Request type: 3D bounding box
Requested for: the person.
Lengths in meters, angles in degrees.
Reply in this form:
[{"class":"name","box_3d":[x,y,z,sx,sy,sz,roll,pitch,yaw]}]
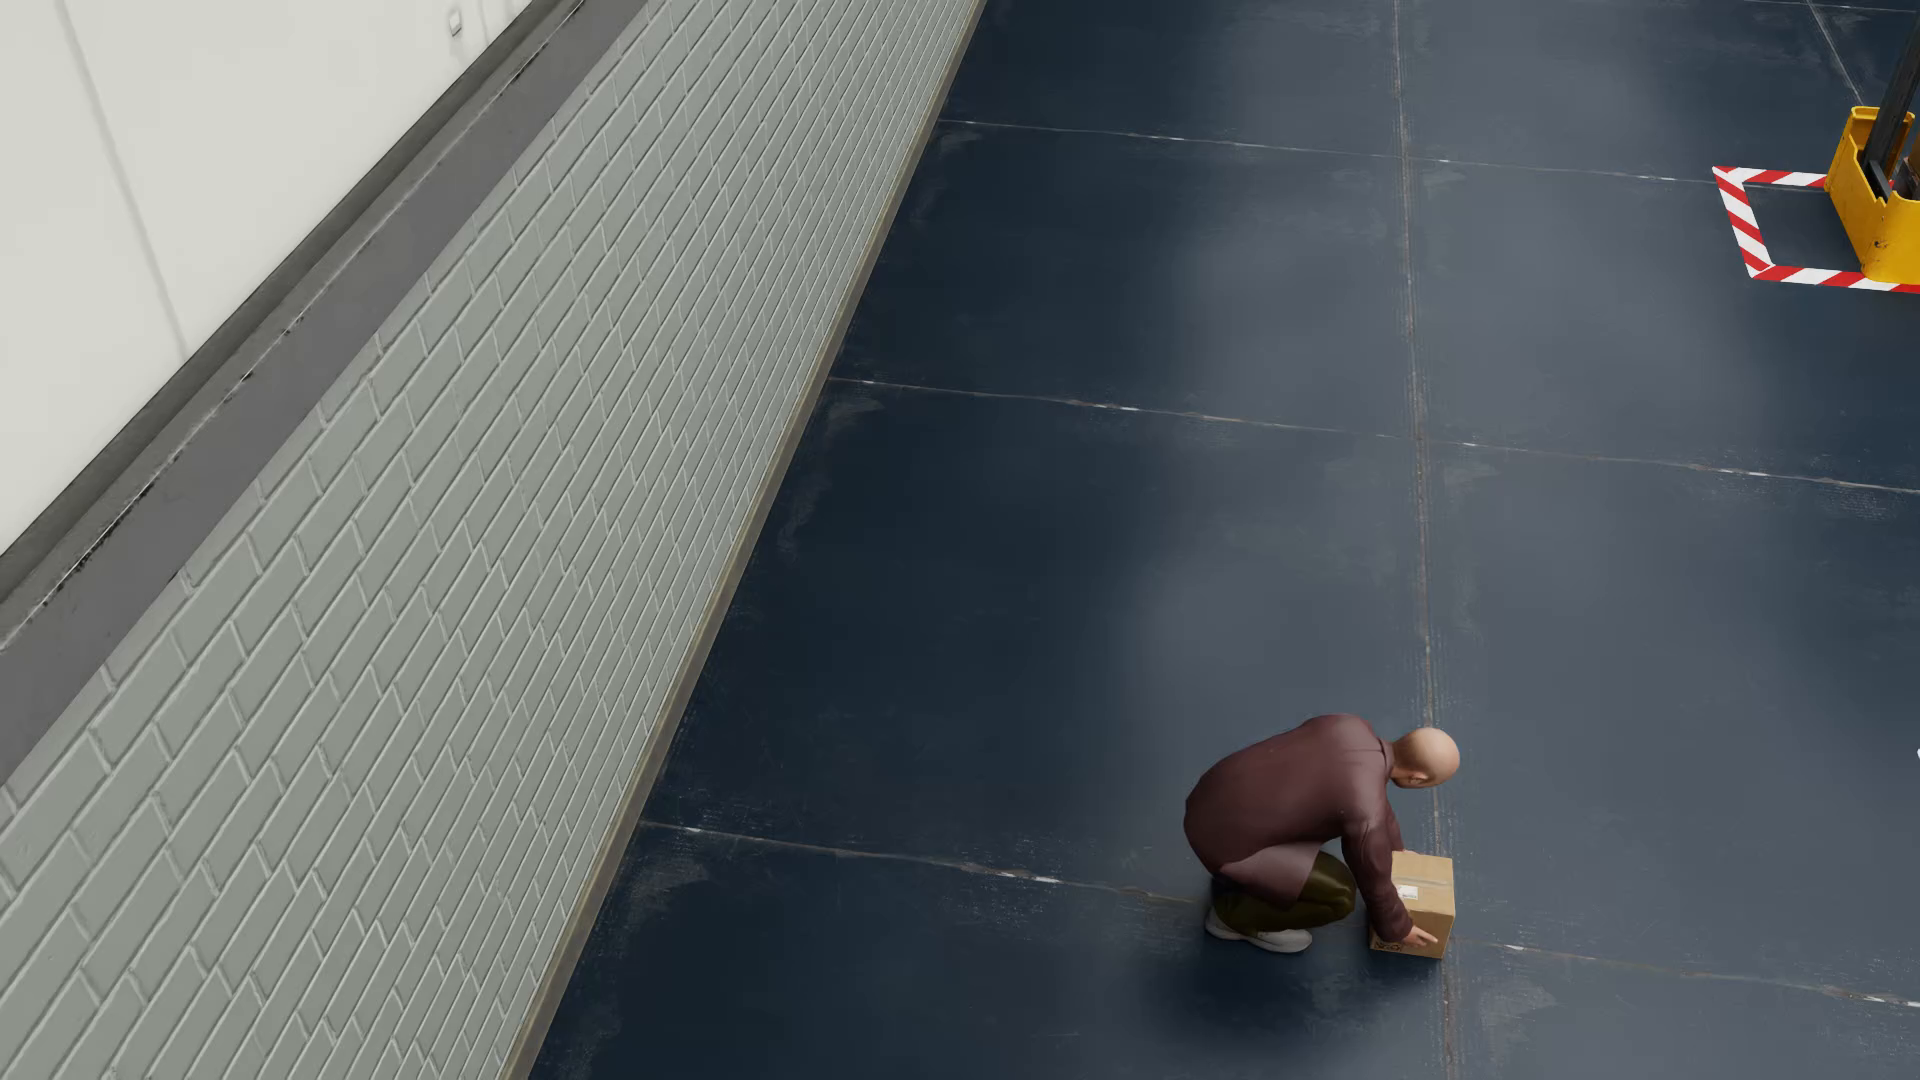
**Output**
[{"class":"person","box_3d":[1.220,0.982,5.687,0.905,0.895,0.605,7,40,8]}]
